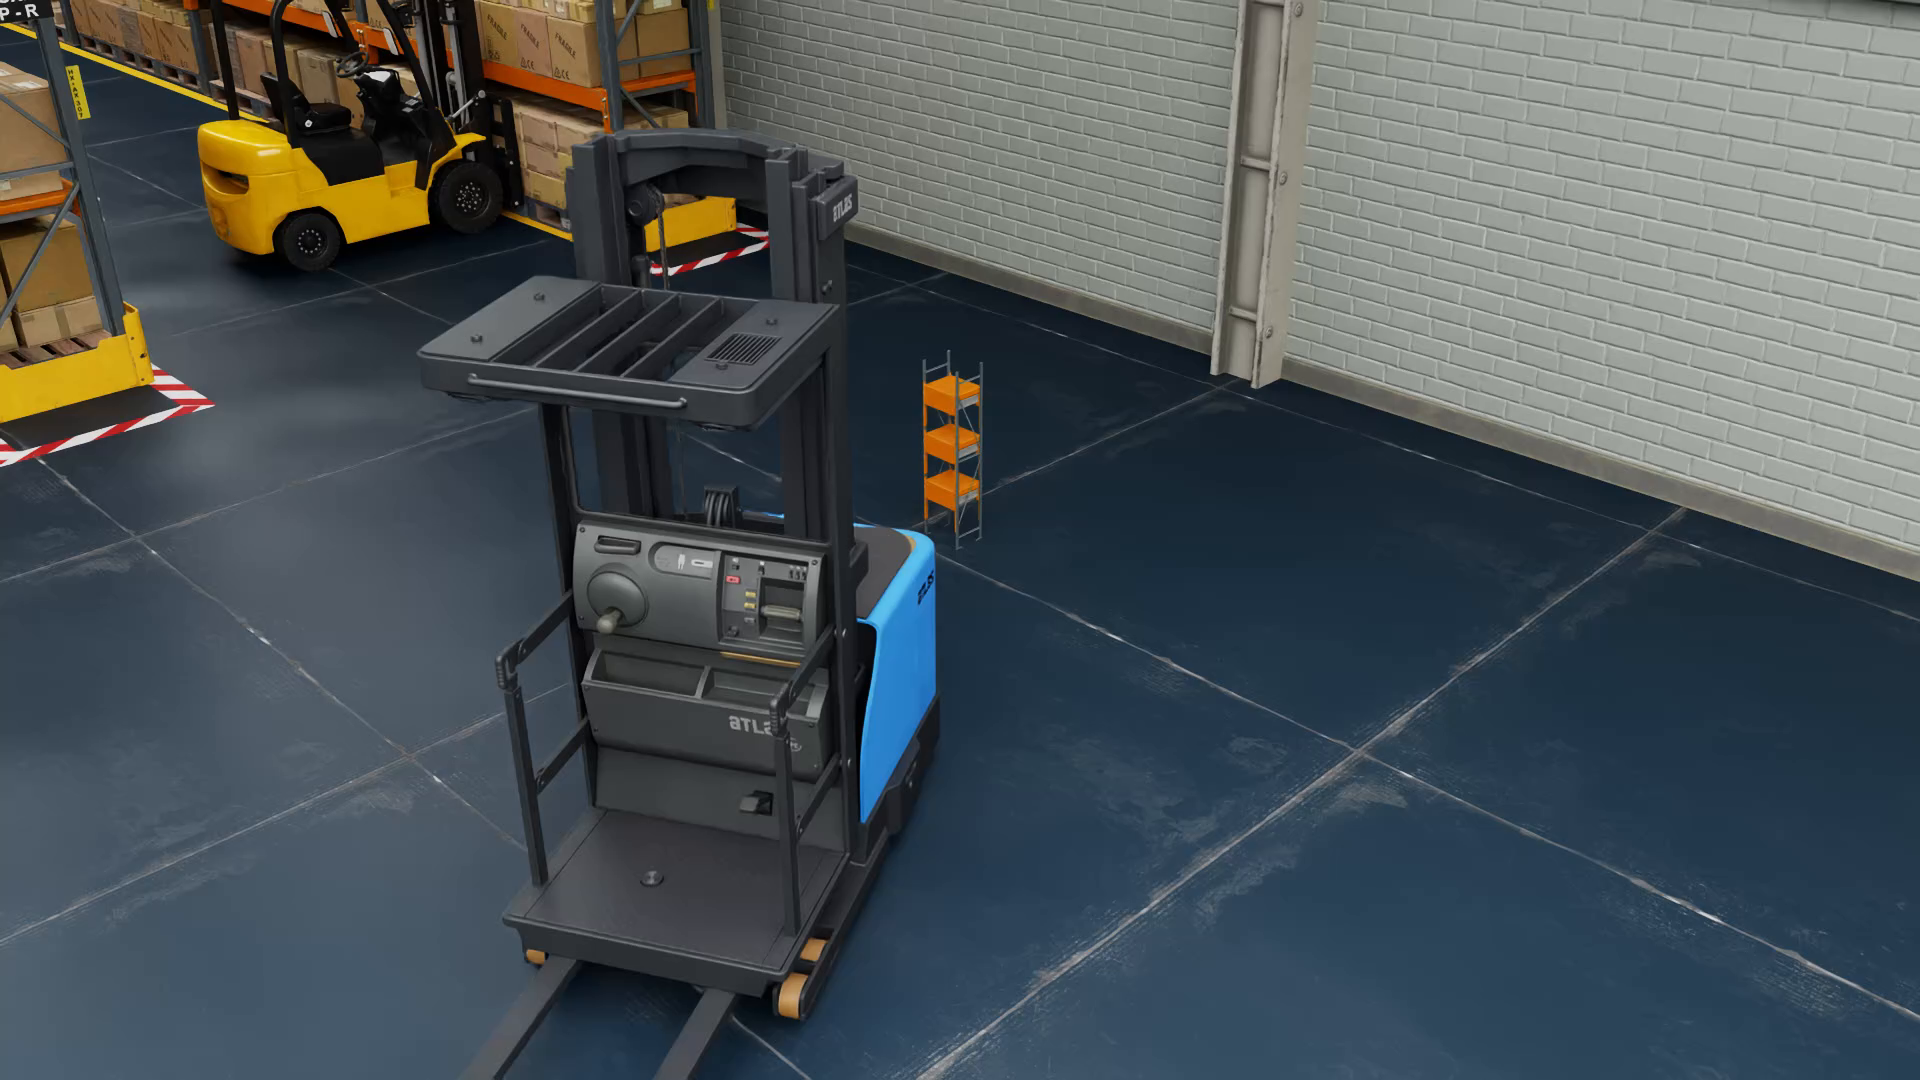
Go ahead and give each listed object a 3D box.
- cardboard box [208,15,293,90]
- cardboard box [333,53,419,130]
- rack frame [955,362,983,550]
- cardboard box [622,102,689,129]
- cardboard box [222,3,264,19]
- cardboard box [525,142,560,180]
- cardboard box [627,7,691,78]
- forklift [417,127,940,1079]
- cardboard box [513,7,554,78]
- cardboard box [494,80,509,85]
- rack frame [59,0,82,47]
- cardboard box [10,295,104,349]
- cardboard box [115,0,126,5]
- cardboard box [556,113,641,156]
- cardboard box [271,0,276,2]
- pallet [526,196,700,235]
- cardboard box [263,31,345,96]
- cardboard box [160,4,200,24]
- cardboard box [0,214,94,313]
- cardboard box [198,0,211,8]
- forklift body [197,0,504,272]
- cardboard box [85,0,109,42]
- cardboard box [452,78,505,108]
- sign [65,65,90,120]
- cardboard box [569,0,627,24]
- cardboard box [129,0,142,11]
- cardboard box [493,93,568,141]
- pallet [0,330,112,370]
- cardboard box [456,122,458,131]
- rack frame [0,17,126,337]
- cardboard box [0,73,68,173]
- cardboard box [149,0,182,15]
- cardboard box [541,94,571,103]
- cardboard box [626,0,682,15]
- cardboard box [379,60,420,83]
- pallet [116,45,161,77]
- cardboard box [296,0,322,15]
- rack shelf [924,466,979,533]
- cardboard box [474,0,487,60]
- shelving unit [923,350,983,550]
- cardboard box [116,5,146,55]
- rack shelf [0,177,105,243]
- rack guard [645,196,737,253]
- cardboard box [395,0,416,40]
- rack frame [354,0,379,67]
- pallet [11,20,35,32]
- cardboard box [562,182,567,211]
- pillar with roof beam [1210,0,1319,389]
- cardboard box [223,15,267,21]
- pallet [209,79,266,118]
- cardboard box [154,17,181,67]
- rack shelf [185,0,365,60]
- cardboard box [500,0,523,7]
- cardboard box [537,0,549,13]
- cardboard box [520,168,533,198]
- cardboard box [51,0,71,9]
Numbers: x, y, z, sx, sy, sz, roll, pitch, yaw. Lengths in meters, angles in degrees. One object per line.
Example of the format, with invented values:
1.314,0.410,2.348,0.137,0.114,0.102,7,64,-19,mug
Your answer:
-7.719,-5.428,18.450,0.875,0.625,0.625,-24,36,-38,cardboard box
-5.682,-4.497,16.681,0.875,0.625,0.625,-23,36,-37,cardboard box
0.049,-0.442,8.963,0.008,1.050,0.200,25,36,38,rack frame
-2.660,-3.522,14.154,0.500,0.250,0.500,24,36,38,cardboard box
-8.308,-6.142,19.244,0.380,0.149,0.250,-23,35,-37,cardboard box
-3.366,-3.303,14.275,0.500,0.250,0.500,24,36,38,cardboard box
-2.608,-4.189,13.886,0.500,0.500,0.500,-24,36,-38,cardboard box
-0.988,0.219,5.683,1.130,2.935,3.031,8,29,14,forklift
-3.348,-4.181,13.871,0.500,0.500,0.500,-24,36,-38,cardboard box
-4.093,-4.181,15.408,0.500,0.250,0.500,25,37,39,cardboard box
-11.007,-7.806,20.873,0.127,3.000,1.000,25,36,38,rack frame
-6.309,-1.566,11.509,0.500,0.250,0.500,24,36,38,cardboard box
-9.962,-6.562,20.045,0.380,0.149,0.250,-24,36,-37,cardboard box
-2.997,-3.349,13.825,0.500,0.250,0.500,-24,36,-38,cardboard box
-6.913,-5.708,17.043,0.500,0.250,0.500,-24,36,-38,cardboard box
-3.025,-2.892,14.524,1.213,0.211,1.003,25,36,38,pallet
-6.768,-4.998,17.632,0.625,0.625,0.875,23,35,36,cardboard box
-8.901,-6.024,19.021,0.250,0.149,0.380,22,35,36,cardboard box
-6.326,-1.906,11.349,0.500,0.500,0.500,23,36,37,cardboard box
-8.712,-6.292,19.530,0.380,0.149,0.250,-25,37,-39,cardboard box
-5.081,-3.529,13.650,1.214,2.155,2.313,25,36,38,forklift body
-10.433,-6.483,20.591,0.500,0.500,0.500,24,36,38,cardboard box
-4.457,-4.017,15.095,0.500,0.250,0.500,-24,36,-38,cardboard box
-5.547,-2.806,10.433,0.005,0.325,0.100,25,36,38,sign
-2.894,-4.242,13.291,0.380,0.149,0.250,-25,36,-38,cardboard box
-9.610,-6.387,19.711,0.250,0.149,0.380,23,35,36,cardboard box
-3.732,-3.675,14.445,0.500,0.250,0.500,-25,37,-39,cardboard box
-6.536,-1.310,11.514,1.213,0.211,1.003,25,36,38,pallet
-4.463,-3.794,15.209,0.500,0.250,0.500,24,36,38,cardboard box
-5.927,-2.242,10.292,0.127,3.000,1.000,25,36,38,rack frame
-6.071,-2.665,10.668,0.500,0.500,0.500,24,36,38,cardboard box
-9.214,-6.226,19.404,0.380,0.149,0.250,-24,36,-38,cardboard box
-3.368,-3.851,14.779,0.500,0.250,0.500,24,36,38,cardboard box
-2.510,-4.419,13.627,0.250,0.149,0.380,23,36,37,cardboard box
-5.177,-4.346,15.720,0.500,0.250,0.500,24,36,38,cardboard box
-9.526,-5.921,20.284,1.213,0.211,1.003,25,36,38,pallet
-6.207,-5.370,16.400,0.500,0.250,0.500,24,36,38,cardboard box
-0.038,-0.227,9.173,0.240,0.259,0.215,25,36,38,rack shelf
-4.080,-4.509,14.494,0.500,0.500,0.500,25,37,39,cardboard box
-0.038,-0.482,9.039,0.252,1.050,0.215,25,36,38,shelving unit
-9.715,-6.147,19.953,0.500,0.500,0.500,23,35,37,cardboard box
-7.353,-2.577,11.700,4.000,0.370,1.077,25,36,38,rack shelf
-2.433,-2.777,13.994,0.348,0.500,1.175,25,36,38,rack guard
-4.786,-4.845,15.133,0.500,0.500,0.500,-25,36,-38,cardboard box
-5.302,-5.196,15.909,0.127,3.000,1.000,25,36,38,rack frame
-12.370,-7.195,22.706,1.213,0.211,1.003,25,36,38,pallet
-3.006,-2.908,14.061,0.500,0.250,0.500,25,37,39,cardboard box
-1.054,-3.686,6.591,0.400,9.000,9.100,25,36,38,pillar with roof beam
-8.258,-5.811,19.314,0.500,0.500,0.500,-24,36,-37,cardboard box
-7.595,-4.986,18.505,1.213,0.211,1.003,25,36,38,pallet
-8.956,-5.814,19.319,0.500,0.500,0.500,24,36,38,cardboard box
-6.728,-5.530,17.317,4.000,0.370,1.077,25,36,38,rack shelf
-3.631,-4.577,13.927,0.250,0.149,0.380,23,36,37,cardboard box
-3.239,-4.421,13.630,0.380,0.149,0.250,-24,36,-38,cardboard box
-3.705,-3.240,14.692,0.500,0.250,0.500,-25,37,-39,cardboard box
-11.864,-6.983,21.794,0.396,0.266,0.258,-24,36,-37,cardboard box
